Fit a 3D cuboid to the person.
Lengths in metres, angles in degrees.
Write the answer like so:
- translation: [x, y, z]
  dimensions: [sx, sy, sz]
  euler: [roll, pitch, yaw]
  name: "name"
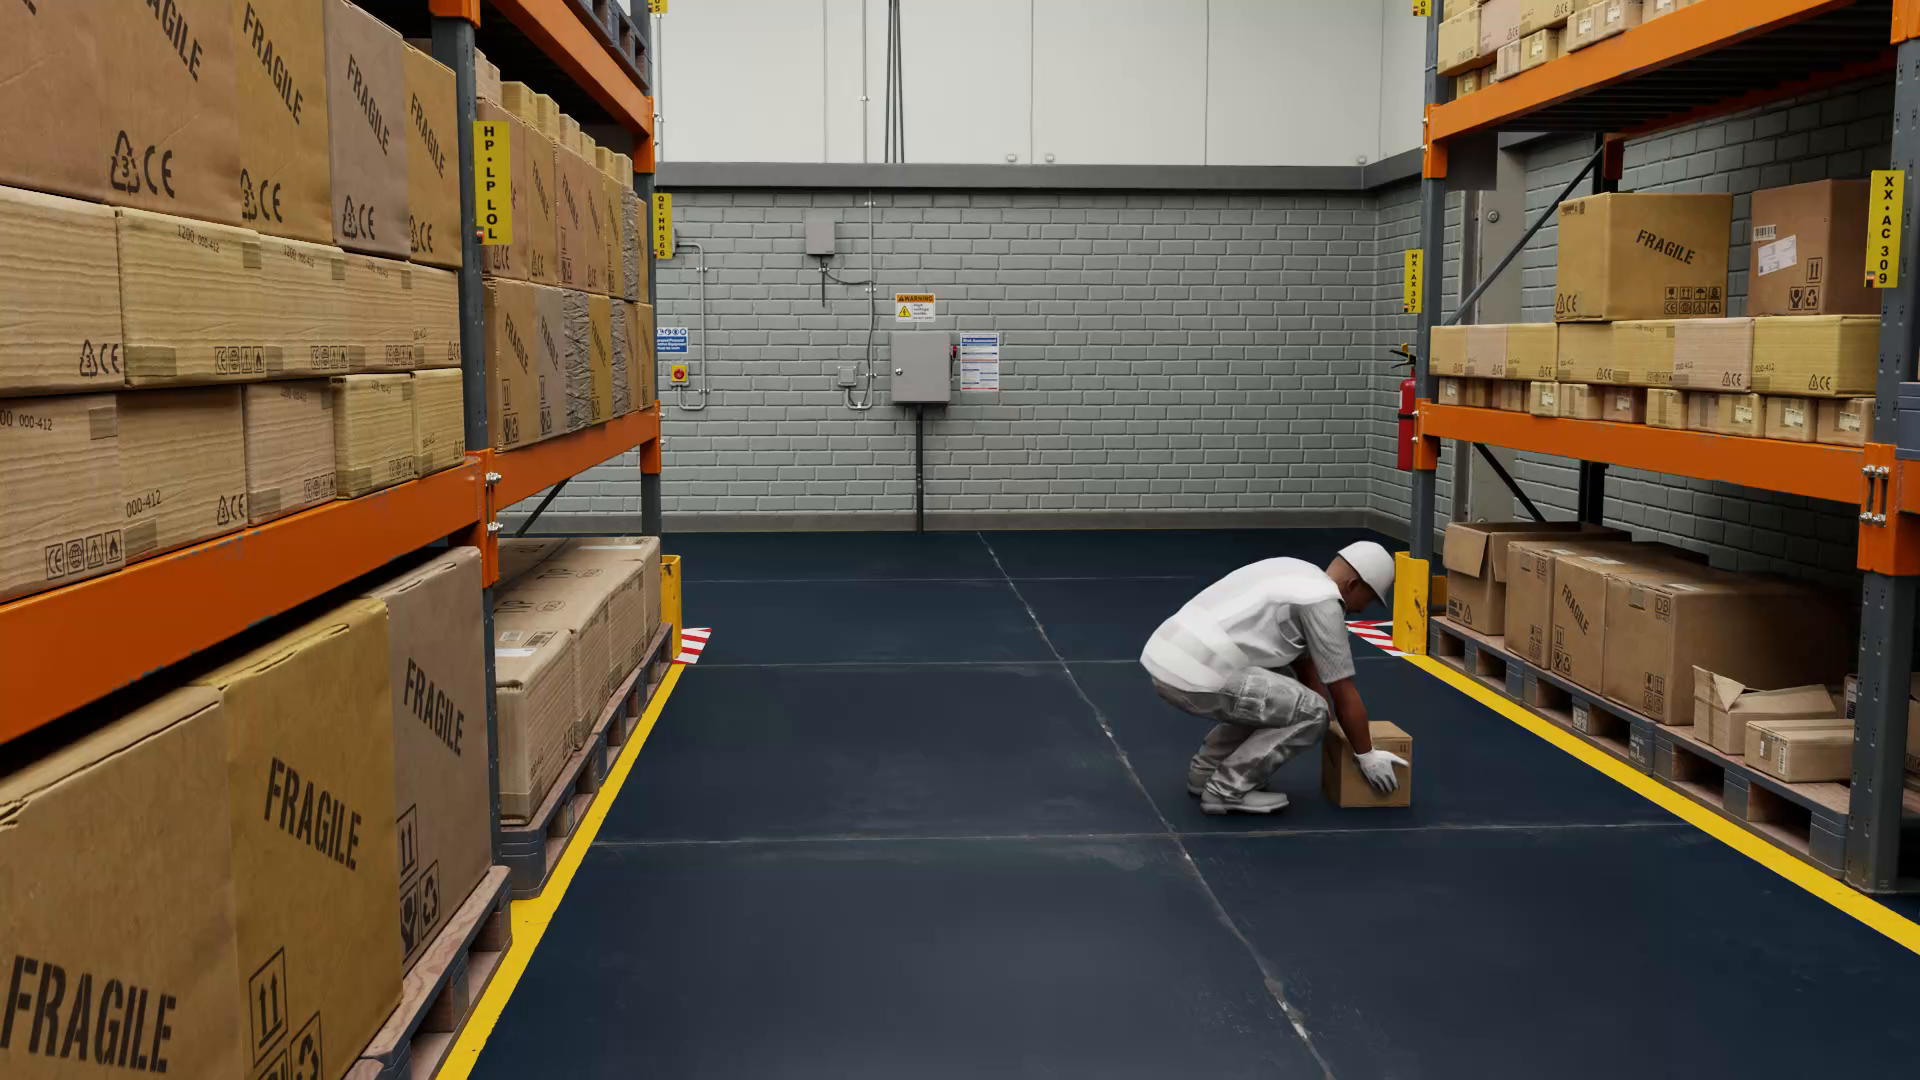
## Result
- translation: [1.096, 0.469, 5.888]
  dimensions: [0.908, 0.922, 0.577]
  euler: [0, 7, -4]
  name: "person"
